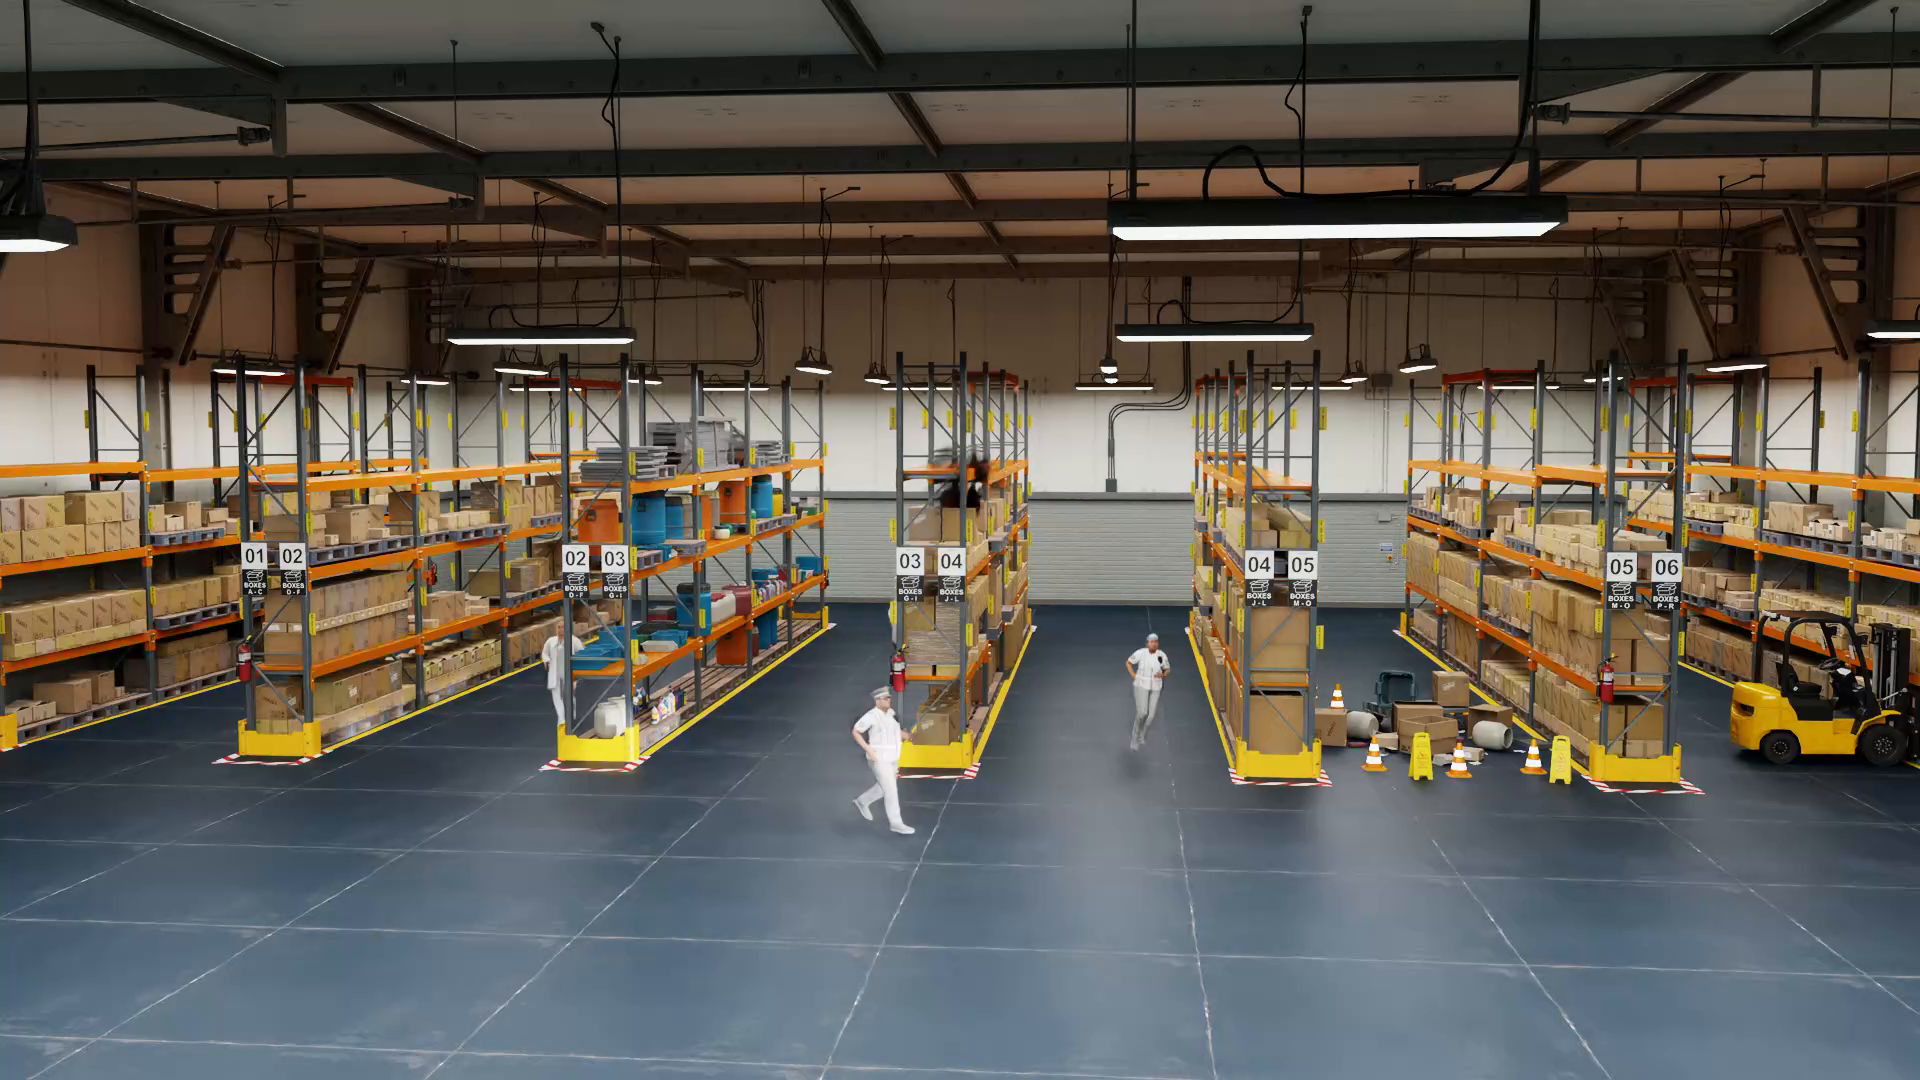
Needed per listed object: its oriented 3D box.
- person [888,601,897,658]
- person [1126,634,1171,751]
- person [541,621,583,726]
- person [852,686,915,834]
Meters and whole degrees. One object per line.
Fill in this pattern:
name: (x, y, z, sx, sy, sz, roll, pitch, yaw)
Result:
person: (-1.210, 1.802, 33.928, 0.531, 1.553, 0.639, 0, 4, 3)
person: (2.786, 2.225, 24.373, 0.608, 1.719, 0.537, -1, 4, -11)
person: (-6.527, 2.197, 27.270, 0.705, 1.727, 0.661, 0, 4, -1)
person: (-0.934, 2.656, 20.333, 0.959, 1.758, 0.669, 3, 5, 32)
